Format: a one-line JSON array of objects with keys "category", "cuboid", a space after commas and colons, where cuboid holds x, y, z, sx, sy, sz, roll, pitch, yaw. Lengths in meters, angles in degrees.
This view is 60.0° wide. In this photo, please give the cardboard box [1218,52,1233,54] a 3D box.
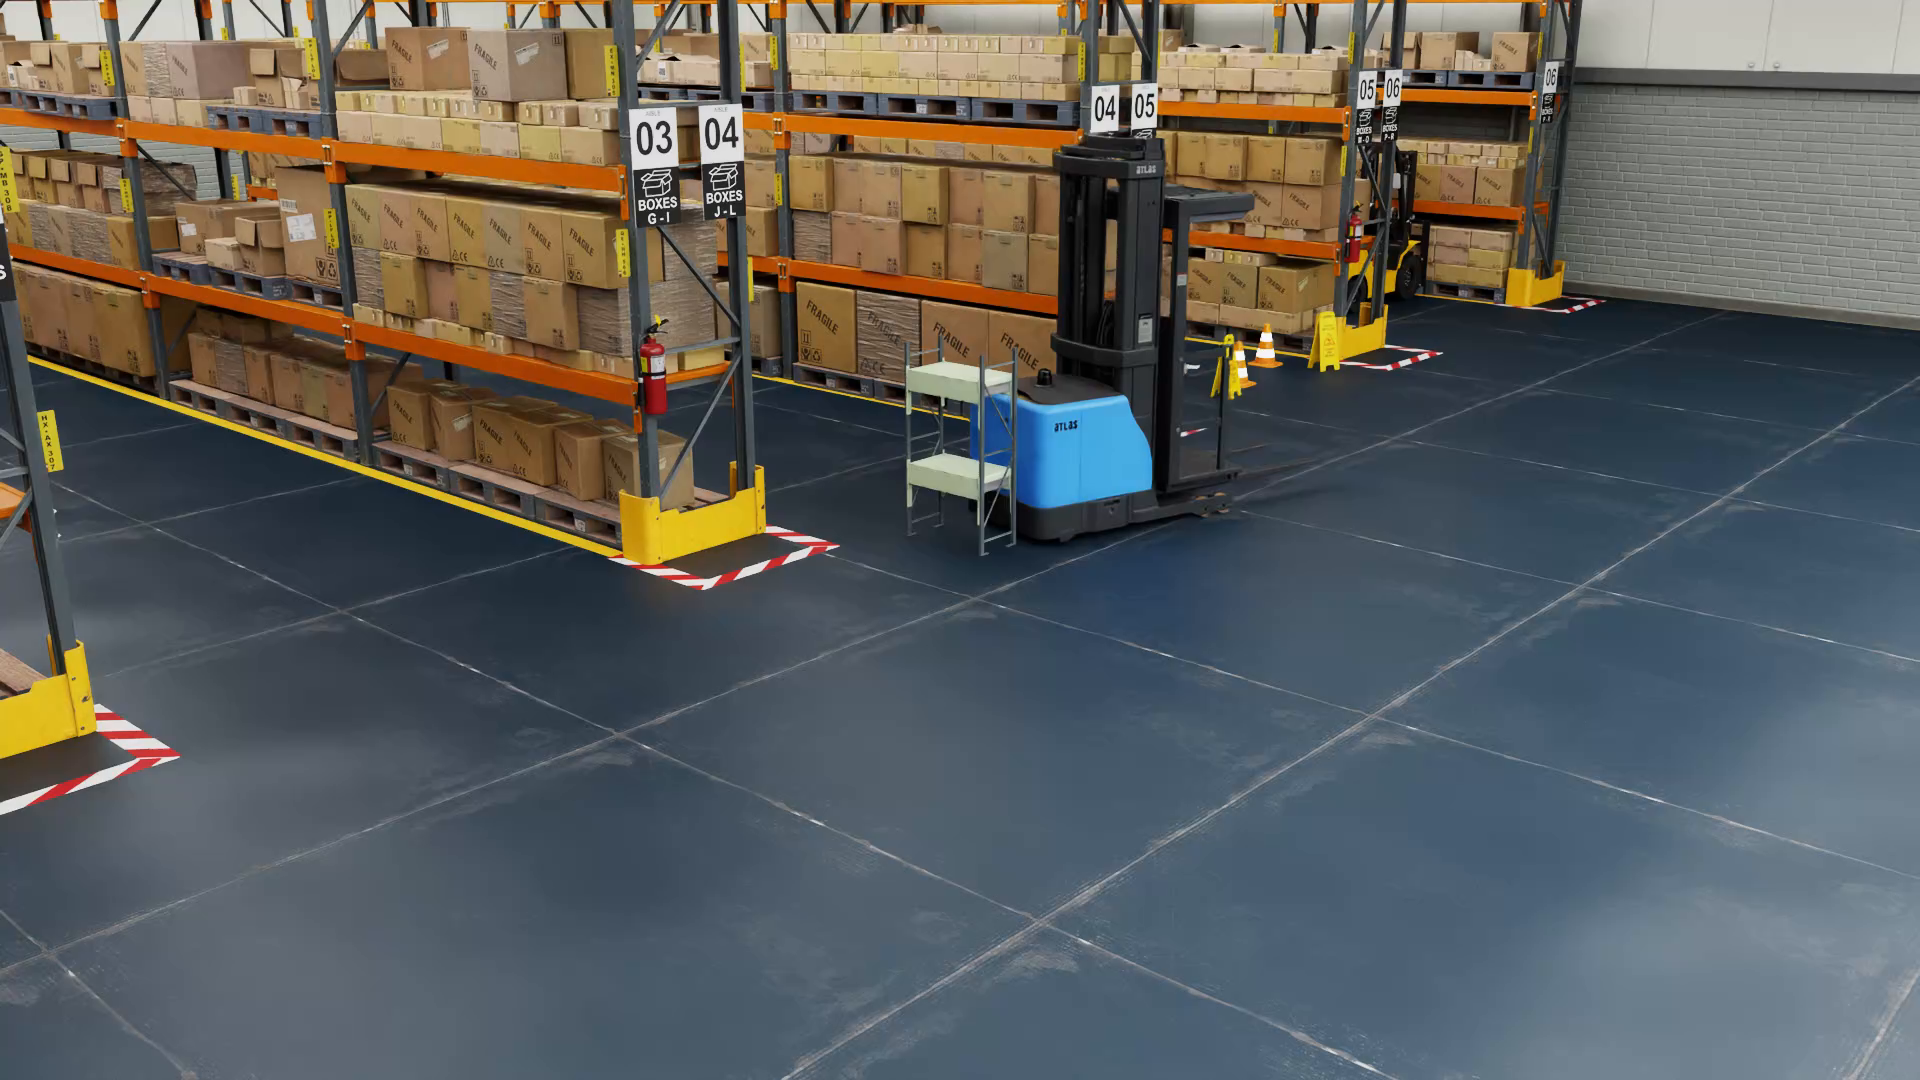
[{"category": "cardboard box", "cuboid": [3.261, -5.821, 20.132, 0.250, 0.149, 0.380, 15, 23, 40]}]

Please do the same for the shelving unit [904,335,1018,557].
[{"category": "shelving unit", "cuboid": [0.005, -0.714, 12.381, 0.755, 1.500, 0.431, 15, 23, 39]}]

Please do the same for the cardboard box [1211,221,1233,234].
[{"category": "cardboard box", "cuboid": [3.223, -3.779, 19.977, 0.250, 0.149, 0.380, 15, 23, 39]}]

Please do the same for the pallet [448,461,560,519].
[{"category": "pallet", "cuboid": [-3.479, -0.492, 13.812, 1.213, 0.211, 1.003, 15, 23, 39]}]

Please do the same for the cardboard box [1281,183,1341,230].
[{"category": "cardboard box", "cuboid": [4.059, -3.868, 19.182, 0.500, 0.500, 0.500, 15, 23, 38]}]

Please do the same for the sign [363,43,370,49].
[{"category": "sign", "cuboid": [-7.892, -6.452, 22.171, 0.005, 0.325, 0.100, 15, 23, 39]}]

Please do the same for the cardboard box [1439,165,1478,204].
[{"category": "cardboard box", "cuboid": [7.016, -4.949, 23.080, 0.500, 0.500, 0.500, 16, 24, 41]}]

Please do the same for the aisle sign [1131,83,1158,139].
[{"category": "aisle sign", "cuboid": [1.690, -3.784, 15.278, 0.004, 0.787, 0.394, 15, 23, 39]}]

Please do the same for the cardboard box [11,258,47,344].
[{"category": "cardboard box", "cuboid": [-10.413, -2.862, 19.490, 0.875, 0.875, 1.225, 15, 23, 39]}]

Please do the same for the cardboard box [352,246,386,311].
[{"category": "cardboard box", "cuboid": [-4.626, -2.278, 14.172, 0.500, 0.500, 0.875, 15, 23, 39]}]

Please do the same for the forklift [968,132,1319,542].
[{"category": "forklift", "cuboid": [1.579, -1.698, 13.118, 3.031, 2.935, 1.130, -11, 21, -31]}]

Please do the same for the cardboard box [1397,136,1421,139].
[{"category": "cardboard box", "cuboid": [6.493, -5.739, 24.007, 0.250, 0.149, 0.380, 16, 24, 41]}]

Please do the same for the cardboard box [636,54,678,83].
[{"category": "cardboard box", "cuboid": [-3.391, -5.334, 18.788, 0.500, 0.311, 0.500, 15, 23, 38]}]

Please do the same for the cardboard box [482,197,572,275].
[{"category": "cardboard box", "cuboid": [-3.255, -2.310, 12.621, 0.500, 0.500, 0.500, 15, 23, 39]}]

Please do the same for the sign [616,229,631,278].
[{"category": "sign", "cuboid": [-2.313, -1.970, 11.425, 0.005, 0.325, 0.100, 15, 23, 39]}]

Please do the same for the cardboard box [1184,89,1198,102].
[{"category": "cardboard box", "cuboid": [2.881, -5.316, 19.860, 0.250, 0.149, 0.380, 15, 23, 40]}]

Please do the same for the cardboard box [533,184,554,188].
[{"category": "cardboard box", "cuboid": [-5.217, -4.316, 20.481, 0.250, 0.149, 0.380, 16, 23, 40]}]

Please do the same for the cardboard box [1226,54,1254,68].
[{"category": "cardboard box", "cuboid": [3.317, -5.602, 19.443, 0.250, 0.149, 0.380, 14, 22, 38]}]

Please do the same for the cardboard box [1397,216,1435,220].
[{"category": "cardboard box", "cuboid": [6.584, -4.567, 24.243, 0.500, 0.250, 0.500, 14, 23, 38]}]

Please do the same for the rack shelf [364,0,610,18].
[{"category": "rack shelf", "cuboid": [-6.041, -6.825, 21.091, 4.000, 0.370, 1.077, 15, 23, 39]}]

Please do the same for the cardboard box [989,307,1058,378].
[{"category": "cardboard box", "cuboid": [0.887, -1.800, 16.142, 0.875, 0.875, 0.875, 15, 23, 40]}]

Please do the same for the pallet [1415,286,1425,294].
[{"category": "pallet", "cuboid": [6.432, -3.815, 24.284, 1.213, 0.211, 1.003, 15, 23, 39]}]

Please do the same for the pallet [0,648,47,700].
[{"category": "pallet", "cuboid": [-5.910, 0.891, 9.454, 1.213, 0.211, 1.003, 15, 23, 39]}]

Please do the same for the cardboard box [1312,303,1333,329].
[{"category": "cardboard box", "cuboid": [4.228, -2.746, 20.155, 0.500, 0.250, 0.500, 15, 23, 39]}]

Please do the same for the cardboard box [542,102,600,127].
[{"category": "cardboard box", "cuboid": [-2.739, -3.032, 11.836, 0.250, 0.149, 0.380, 14, 22, 37]}]

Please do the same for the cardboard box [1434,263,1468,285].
[{"category": "cardboard box", "cuboid": [7.013, -3.770, 23.382, 0.500, 0.250, 0.500, 15, 23, 39]}]

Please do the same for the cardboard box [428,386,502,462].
[{"category": "cardboard box", "cuboid": [-4.216, -0.999, 14.237, 0.500, 0.500, 0.500, -10, 20, -28]}]

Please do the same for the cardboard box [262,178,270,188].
[{"category": "cardboard box", "cuboid": [-10.286, -5.403, 25.093, 0.250, 0.149, 0.380, 16, 24, 41]}]

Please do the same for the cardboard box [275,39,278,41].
[{"category": "cardboard box", "cuboid": [-9.661, -7.171, 24.051, 0.250, 0.149, 0.380, 16, 24, 41]}]

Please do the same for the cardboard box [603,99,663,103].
[{"category": "cardboard box", "cuboid": [-2.383, -3.142, 12.183, 0.250, 0.149, 0.380, 15, 23, 38]}]

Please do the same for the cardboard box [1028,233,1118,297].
[{"category": "cardboard box", "cuboid": [1.130, -2.627, 15.682, 0.550, 0.550, 0.875, 15, 23, 39]}]

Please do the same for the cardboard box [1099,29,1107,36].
[{"category": "cardboard box", "cuboid": [2.337, -7.886, 26.518, 0.500, 0.500, 0.500, 15, 23, 40]}]

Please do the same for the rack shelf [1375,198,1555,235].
[{"category": "rack shelf", "cuboid": [6.444, -4.814, 24.011, 4.000, 0.370, 1.077, 15, 23, 39]}]

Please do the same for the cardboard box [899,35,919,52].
[{"category": "cardboard box", "cuboid": [-0.369, -4.777, 15.983, 0.250, 0.149, 0.380, 15, 23, 39]}]

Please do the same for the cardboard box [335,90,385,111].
[{"category": "cardboard box", "cuboid": [-4.883, -3.606, 13.645, 0.250, 0.149, 0.380, 14, 22, 38]}]

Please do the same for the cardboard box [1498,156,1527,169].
[{"category": "cardboard box", "cuboid": [7.495, -5.118, 22.543, 0.250, 0.149, 0.380, 15, 23, 40]}]

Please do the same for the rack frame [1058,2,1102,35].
[{"category": "rack frame", "cuboid": [1.956, -9.221, 26.790, 0.127, 3.000, 1.000, 15, 23, 39]}]

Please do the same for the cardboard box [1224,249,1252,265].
[{"category": "cardboard box", "cuboid": [3.371, -3.399, 19.903, 0.250, 0.149, 0.380, 16, 23, 40]}]

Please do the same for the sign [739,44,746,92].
[{"category": "sign", "cuboid": [-1.570, -3.358, 11.832, 0.005, 0.325, 0.100, 15, 23, 39]}]

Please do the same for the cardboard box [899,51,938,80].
[{"category": "cardboard box", "cuboid": [-0.239, -4.577, 16.013, 0.500, 0.250, 0.500, 15, 23, 40]}]

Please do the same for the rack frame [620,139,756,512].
[{"category": "rack frame", "cuboid": [-1.930, -1.389, 12.031, 0.127, 3.000, 1.000, 15, 23, 39]}]

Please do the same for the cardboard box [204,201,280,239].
[{"category": "cardboard box", "cuboid": [-6.999, -3.055, 16.418, 0.700, 0.500, 0.500, -14, 22, -38]}]

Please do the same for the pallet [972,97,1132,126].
[{"category": "pallet", "cuboid": [0.876, -4.025, 15.524, 1.213, 0.211, 1.003, 15, 23, 39]}]

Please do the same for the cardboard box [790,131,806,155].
[{"category": "cardboard box", "cuboid": [-2.285, -5.908, 24.450, 0.500, 0.500, 0.500, 16, 23, 40]}]

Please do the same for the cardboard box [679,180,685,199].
[{"category": "cardboard box", "cuboid": [-3.070, -4.223, 19.141, 0.500, 0.500, 0.700, 15, 23, 39]}]

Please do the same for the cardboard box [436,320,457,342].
[{"category": "cardboard box", "cuboid": [-4.009, -1.716, 13.476, 0.250, 0.149, 0.380, 15, 23, 39]}]

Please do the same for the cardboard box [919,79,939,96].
[{"category": "cardboard box", "cuboid": [-0.176, -4.345, 15.942, 0.250, 0.149, 0.380, 15, 23, 40]}]

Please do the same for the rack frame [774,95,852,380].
[{"category": "rack frame", "cuboid": [-1.554, -3.294, 18.033, 0.127, 3.000, 1.000, 15, 23, 39]}]

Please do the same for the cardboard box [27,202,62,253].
[{"category": "cardboard box", "cuboid": [-9.976, -3.496, 18.504, 0.500, 0.500, 0.500, 14, 23, 38]}]

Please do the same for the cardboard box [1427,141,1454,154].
[{"category": "cardboard box", "cuboid": [6.708, -5.461, 23.131, 0.250, 0.149, 0.380, 16, 23, 41]}]

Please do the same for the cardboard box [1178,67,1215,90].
[{"category": "cardboard box", "cuboid": [2.941, -5.478, 19.713, 0.500, 0.250, 0.500, 15, 23, 40]}]

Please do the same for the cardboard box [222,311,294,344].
[{"category": "cardboard box", "cuboid": [-6.989, -2.139, 16.559, 0.500, 0.250, 0.500, -15, 23, -40]}]
